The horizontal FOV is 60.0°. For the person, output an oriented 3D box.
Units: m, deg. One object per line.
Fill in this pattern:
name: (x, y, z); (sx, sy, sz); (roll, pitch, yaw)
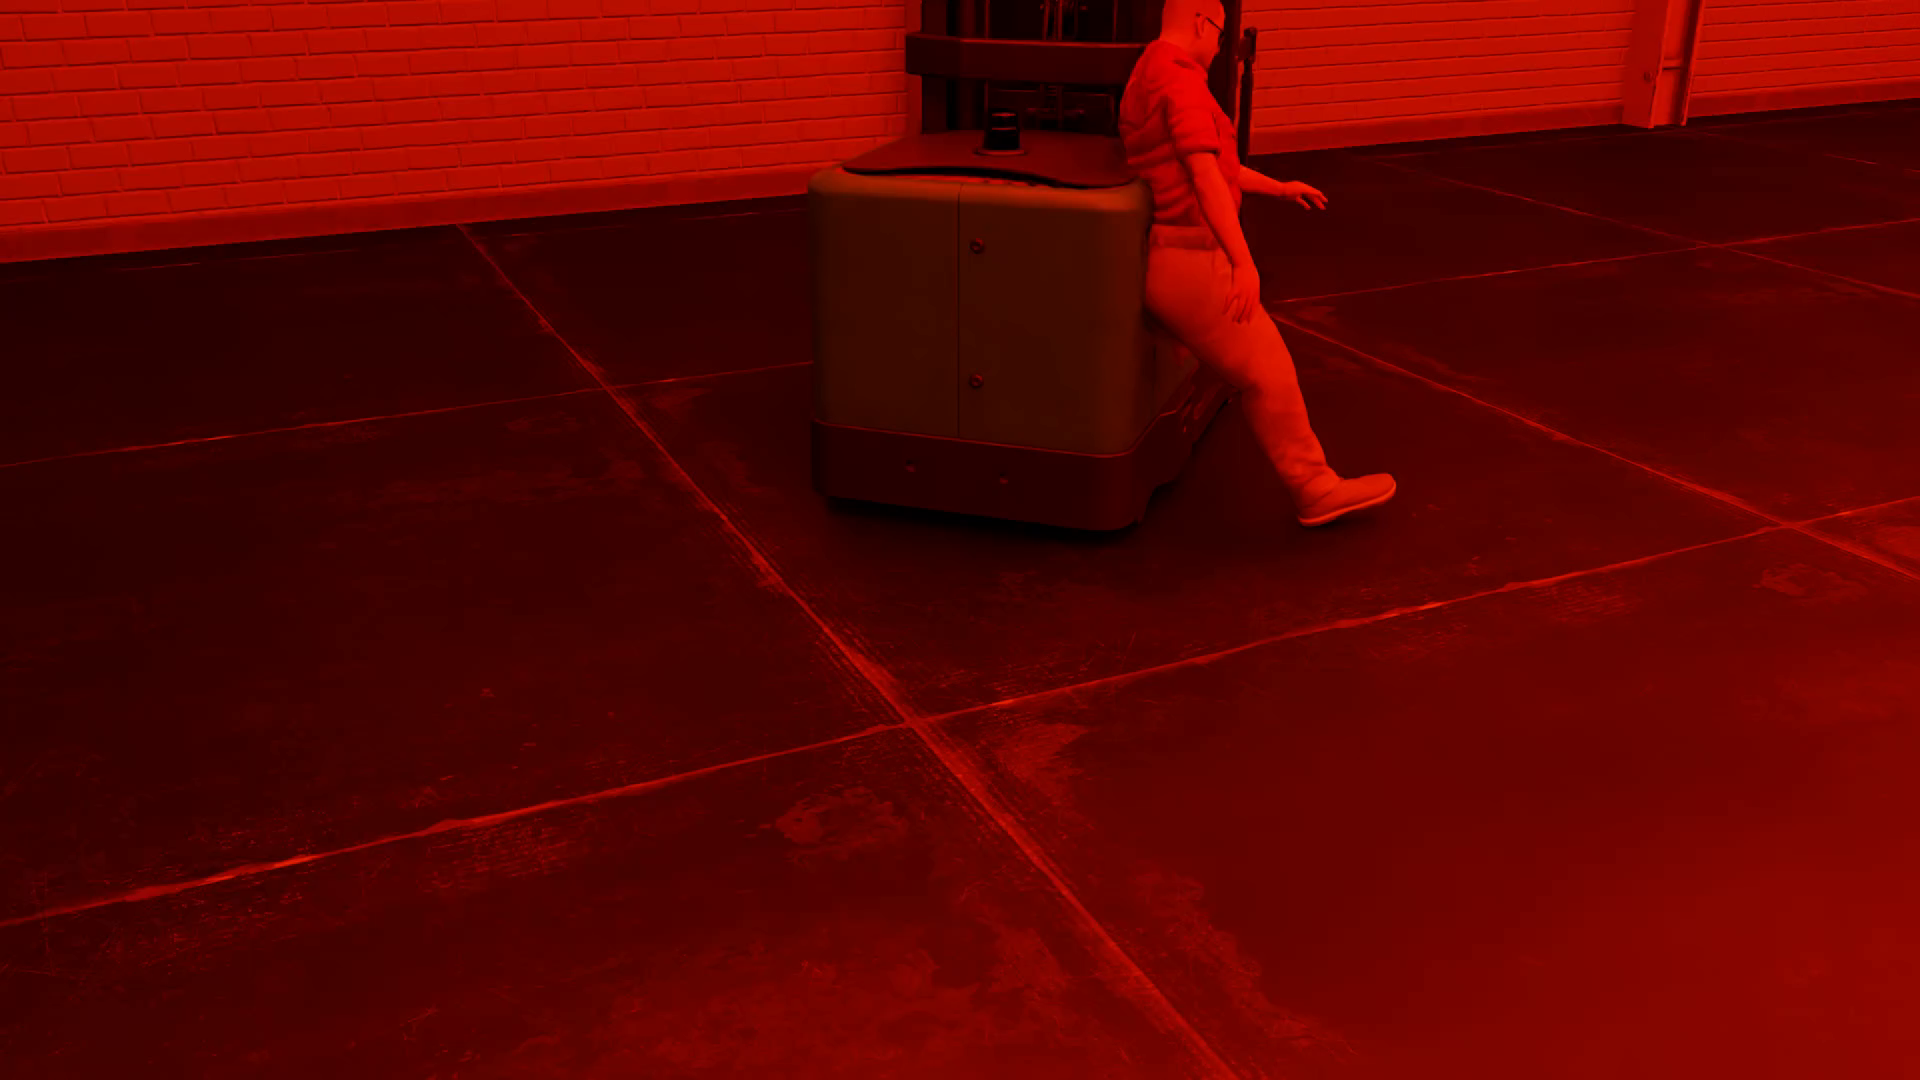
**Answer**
person: (0.817, -0.884, 5.144); (0.946, 1.588, 0.965); (-6, 23, -14)

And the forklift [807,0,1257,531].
forklift: (0.499, -1.916, 5.899); (1.130, 2.935, 3.031); (8, 24, 18)
